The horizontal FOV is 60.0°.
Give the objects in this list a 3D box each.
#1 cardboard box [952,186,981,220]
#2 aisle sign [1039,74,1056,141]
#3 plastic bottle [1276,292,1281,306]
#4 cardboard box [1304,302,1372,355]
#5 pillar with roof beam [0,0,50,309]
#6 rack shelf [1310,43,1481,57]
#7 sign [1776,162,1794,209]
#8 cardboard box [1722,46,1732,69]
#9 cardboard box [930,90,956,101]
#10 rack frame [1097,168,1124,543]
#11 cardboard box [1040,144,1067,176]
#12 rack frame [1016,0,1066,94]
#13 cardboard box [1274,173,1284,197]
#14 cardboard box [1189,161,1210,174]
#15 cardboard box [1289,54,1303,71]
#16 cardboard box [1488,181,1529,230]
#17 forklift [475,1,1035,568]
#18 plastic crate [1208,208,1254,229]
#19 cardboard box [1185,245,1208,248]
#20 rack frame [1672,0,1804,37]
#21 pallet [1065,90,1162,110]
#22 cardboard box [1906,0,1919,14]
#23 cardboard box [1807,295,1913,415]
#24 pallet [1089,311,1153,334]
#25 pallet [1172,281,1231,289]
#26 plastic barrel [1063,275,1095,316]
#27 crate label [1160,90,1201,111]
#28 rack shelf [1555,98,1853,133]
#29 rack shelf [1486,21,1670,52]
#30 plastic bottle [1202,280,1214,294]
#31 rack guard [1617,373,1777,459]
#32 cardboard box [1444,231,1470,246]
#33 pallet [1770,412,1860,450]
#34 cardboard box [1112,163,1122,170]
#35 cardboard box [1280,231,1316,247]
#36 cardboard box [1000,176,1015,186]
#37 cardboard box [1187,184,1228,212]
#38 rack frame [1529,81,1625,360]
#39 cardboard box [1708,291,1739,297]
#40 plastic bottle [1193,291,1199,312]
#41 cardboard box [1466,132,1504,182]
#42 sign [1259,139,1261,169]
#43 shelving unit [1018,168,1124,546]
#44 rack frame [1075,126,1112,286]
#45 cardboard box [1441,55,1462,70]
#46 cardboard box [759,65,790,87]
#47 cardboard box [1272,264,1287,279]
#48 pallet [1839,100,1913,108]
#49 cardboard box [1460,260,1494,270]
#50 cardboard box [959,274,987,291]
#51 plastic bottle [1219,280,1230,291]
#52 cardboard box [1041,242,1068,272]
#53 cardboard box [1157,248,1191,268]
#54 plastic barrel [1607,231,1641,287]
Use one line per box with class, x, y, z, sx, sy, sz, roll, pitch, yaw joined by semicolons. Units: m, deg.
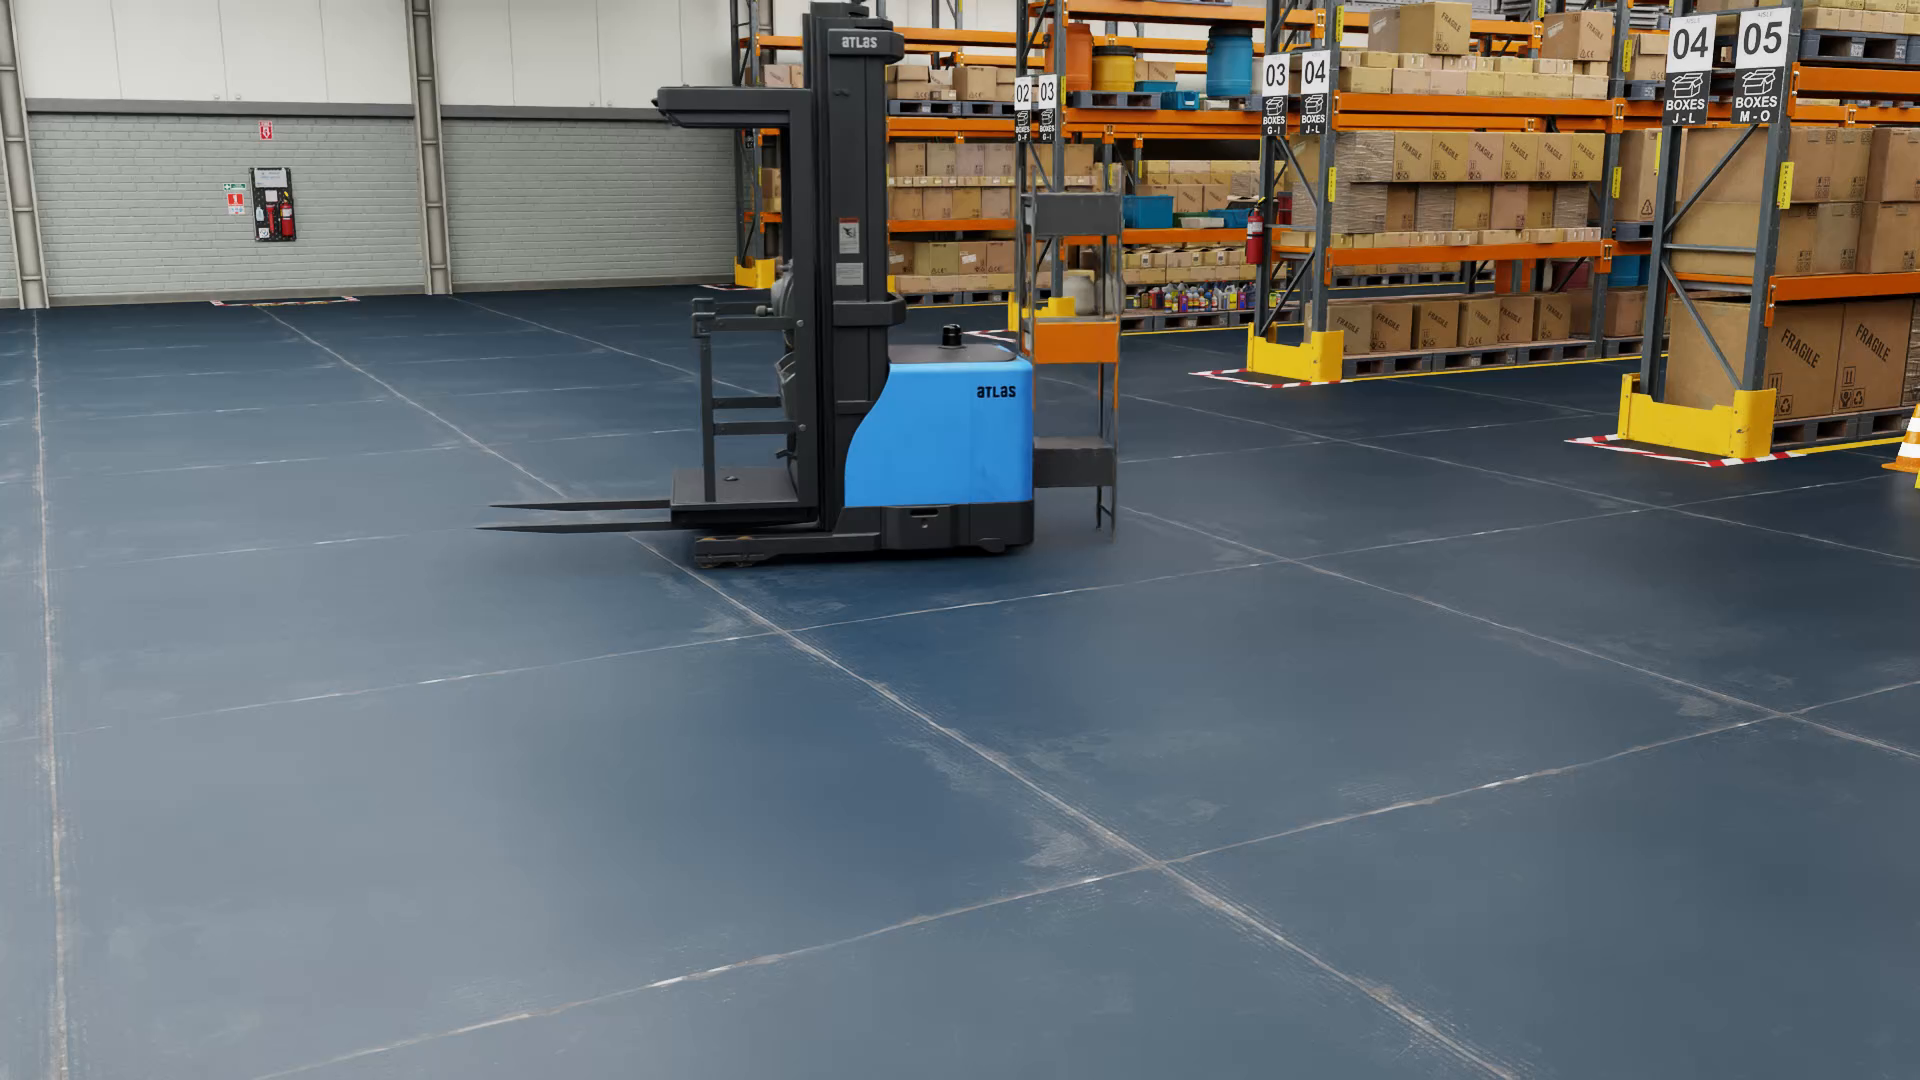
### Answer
cardboard box;-0.059;-5.269;25.961;0.500;0.500;0.700;-7;14;-27
aisle sign;1.075;-5.315;20.475;0.004;0.787;0.394;-7;14;-28
plastic bottle;4.340;-3.283;22.737;0.097;0.201;0.097;0;13;0
cardboard box;3.927;-2.204;17.309;0.500;0.500;0.500;-4;13;-17
pillar with roof beam;-12.019;-7.095;20.641;0.400;9.000;9.100;-7;14;-28
rack shelf;7.405;-8.499;29.427;4.000;0.370;1.077;-7;14;-28
sign;5.920;-2.543;11.927;0.005;0.325;0.100;-7;14;-28
cardboard box;9.207;-5.551;19.243;0.500;0.500;0.500;-7;14;-27
cardboard box;-0.255;-6.770;25.324;0.250;0.149;0.380;-7;14;-28
rack frame;0.856;-1.049;9.489;0.015;2.100;0.400;-2;13;-9
cardboard box;1.310;-6.067;26.554;0.500;0.500;0.700;-7;14;-28
rack frame;0.998;-7.038;20.386;0.127;3.000;1.000;-7;14;-28
cardboard box;6.500;-7.389;34.660;0.500;0.500;0.500;-7;15;-29
cardboard box;4.703;-7.540;33.620;0.500;0.250;0.500;-7;14;-27
cardboard box;3.465;-4.831;16.844;0.250;0.149;0.380;-7;14;-28
cardboard box;5.611;-3.618;17.948;0.500;0.500;0.875;-7;14;-28
forklift;-1.149;-1.401;9.161;3.031;2.935;1.130;-2;13;-9
plastic crate;3.668;-4.291;22.181;0.616;0.251;0.499;-7;14;-28
cardboard box;4.144;-4.936;28.739;0.500;0.311;0.500;-7;15;-29
rack frame;5.659;-5.117;11.850;0.127;3.000;1.000;-7;14;-28
pallet;1.771;-5.550;21.039;1.213;0.211;1.003;-7;14;-28
cardboard box;7.093;-4.087;12.587;0.500;0.250;0.500;-7;14;-28
cardboard box;6.994;-1.535;13.483;0.875;0.875;0.875;-7;15;-29
pallet;1.758;-2.852;21.802;1.213;0.211;1.003;-7;14;-28
pallet;3.839;-4.341;28.416;1.213;0.211;1.003;-7;14;-28
plastic barrel;1.539;-3.186;21.645;0.421;0.512;0.421;0;13;0
crate label;2.799;-5.635;21.324;0.408;0.251;0.502;-7;14;-28
rack shelf;8.638;-4.900;19.358;4.000;0.370;1.077;-7;14;-28
rack shelf;9.775;-7.544;25.183;4.000;0.370;1.077;-7;14;-28
plastic bottle;3.436;-3.429;23.047;0.185;0.351;0.144;-8;15;-30
rack guard;5.638;-0.968;12.772;0.348;0.500;1.175;-7;14;-28
cardboard box;5.099;-3.157;17.378;0.250;0.149;0.380;-7;14;-28
pallet;6.323;-0.929;13.256;1.213;0.211;1.003;-7;14;-28
cardboard box;2.985;-7.400;32.950;0.250;0.149;0.380;-9;16;-35
cardboard box;3.522;-3.104;17.141;0.250;0.149;0.380;-7;14;-28
cardboard box;0.656;-5.620;26.046;0.250;0.149;0.380;-6;14;-26
cardboard box;4.185;-5.777;28.218;0.500;0.500;0.500;-8;15;-31
rack frame;6.882;-3.577;18.673;0.127;3.000;1.000;-7;14;-28
cardboard box;8.840;-2.797;19.898;0.500;0.500;0.700;-6;14;-23
plastic bottle;3.127;-3.172;22.083;0.097;0.271;0.097;0;13;0
cardboard box;5.301;-4.001;17.375;0.500;0.500;0.500;-7;14;-28
sign;3.123;-3.985;17.126;0.005;0.325;0.100;-7;14;-28
shelving unit;0.614;-1.041;9.452;0.503;2.100;0.431;-2;13;-9
rack frame;2.139;-5.487;27.158;0.127;3.000;1.000;-7;14;-28
cardboard box;4.882;-4.856;16.956;0.250;0.149;0.380;-8;15;-30
cardboard box;-3.294;-8.024;29.048;0.500;0.500;0.500;-8;15;-32
cardboard box;5.305;-4.669;28.829;0.500;0.250;0.500;-6;14;-27
pallet;10.933;-5.447;20.581;1.003;0.211;1.213;-6;14;-25
cardboard box;9.633;-5.234;31.155;0.500;0.311;0.500;-7;14;-28
cardboard box;0.081;-4.049;26.074;0.500;0.250;0.500;-7;14;-28
plastic bottle;3.671;-3.421;23.011;0.185;0.351;0.144;-7;14;-28
cardboard box;1.392;-4.575;26.704;0.500;0.500;0.500;-7;14;-28
cardboard box;3.517;-4.726;27.804;0.500;0.311;0.500;-7;15;-30
plastic barrel;10.424;-4.426;26.268;0.708;0.901;0.600;-7;14;-28
